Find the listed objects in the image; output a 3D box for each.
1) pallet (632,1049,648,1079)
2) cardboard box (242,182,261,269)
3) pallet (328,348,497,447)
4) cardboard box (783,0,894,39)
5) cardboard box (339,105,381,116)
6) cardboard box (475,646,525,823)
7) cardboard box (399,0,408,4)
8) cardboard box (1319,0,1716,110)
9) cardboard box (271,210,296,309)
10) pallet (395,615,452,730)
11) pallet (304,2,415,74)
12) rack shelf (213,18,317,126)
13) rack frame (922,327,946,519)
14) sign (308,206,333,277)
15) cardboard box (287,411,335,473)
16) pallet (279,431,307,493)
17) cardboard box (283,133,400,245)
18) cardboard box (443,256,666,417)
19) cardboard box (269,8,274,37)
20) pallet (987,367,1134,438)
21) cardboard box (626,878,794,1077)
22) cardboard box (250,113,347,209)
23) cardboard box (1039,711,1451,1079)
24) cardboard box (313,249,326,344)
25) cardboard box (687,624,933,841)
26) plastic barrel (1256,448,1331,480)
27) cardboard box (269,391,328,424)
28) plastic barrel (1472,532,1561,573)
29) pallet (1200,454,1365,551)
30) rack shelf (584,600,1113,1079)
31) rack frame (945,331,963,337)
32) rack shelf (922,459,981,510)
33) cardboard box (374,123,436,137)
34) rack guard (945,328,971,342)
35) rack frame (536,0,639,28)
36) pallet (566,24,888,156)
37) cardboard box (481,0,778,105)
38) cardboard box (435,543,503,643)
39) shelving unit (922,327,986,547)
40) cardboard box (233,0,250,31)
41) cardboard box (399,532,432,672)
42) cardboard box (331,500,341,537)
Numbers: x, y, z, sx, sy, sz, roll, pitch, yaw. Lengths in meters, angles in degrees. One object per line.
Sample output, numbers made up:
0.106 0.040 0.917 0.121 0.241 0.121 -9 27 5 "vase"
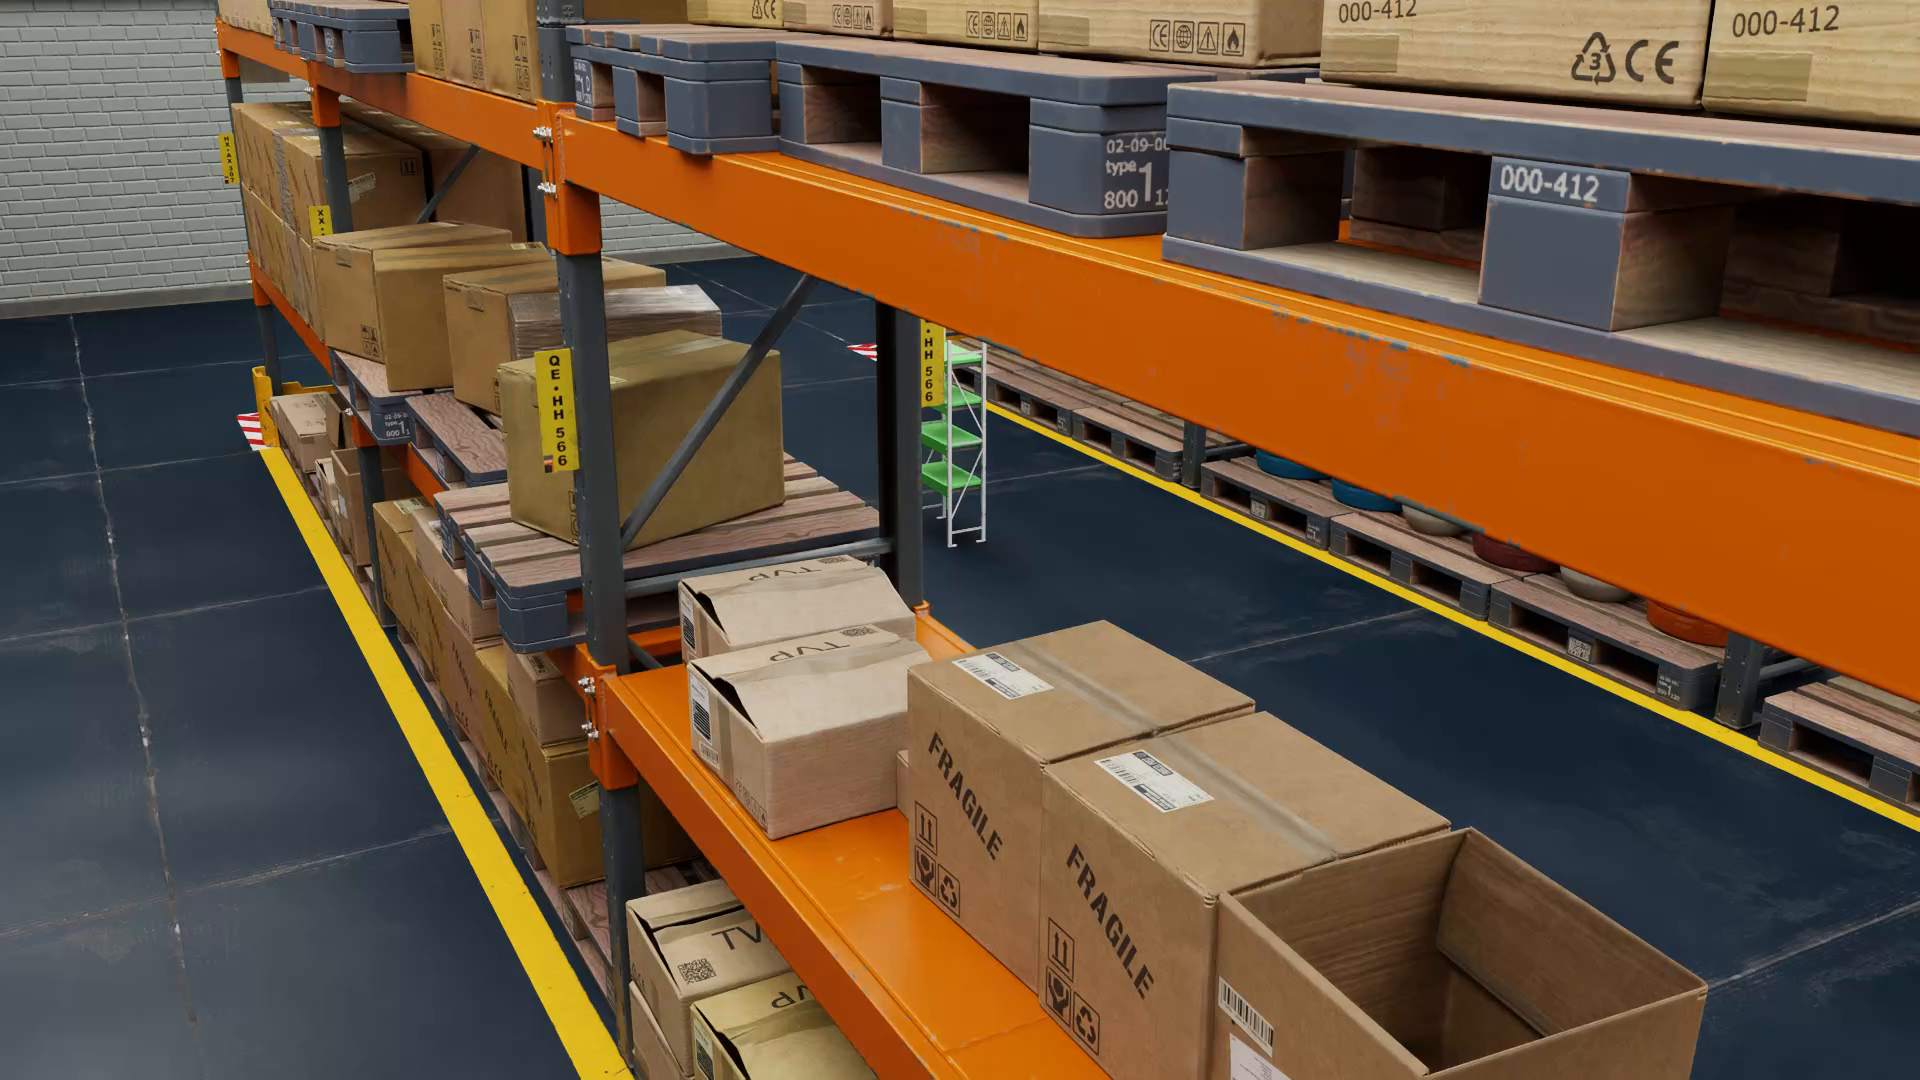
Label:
-0.222 1.647 4.535 1.003 0.211 1.213 -10 21 -27 "pallet"
-4.399 -2.089 10.934 0.500 0.500 0.500 -9 21 -26 "cardboard box"
-2.195 -0.725 7.428 1.003 0.211 1.213 -10 21 -27 "pallet"
-0.049 -1.190 3.469 0.500 0.250 0.500 -9 21 -25 "cardboard box"
-3.683 -2.500 10.592 0.500 0.500 0.500 -9 21 -25 "cardboard box"
-1.475 0.679 6.222 0.500 0.500 0.500 -11 22 -29 "cardboard box"
-1.668 -2.234 5.959 0.600 0.600 0.600 -11 22 -29 "cardboard box"
0.774 -0.646 1.894 0.500 0.250 0.500 -12 23 -32 "cardboard box"
-3.677 -1.654 9.672 0.500 0.500 0.500 -10 21 -26 "cardboard box"
-2.058 0.484 7.905 1.003 0.211 1.213 -10 21 -27 "pallet"
-1.735 -1.896 6.216 1.213 0.211 1.003 -10 21 -27 "pallet"
-3.428 -2.714 9.402 1.077 0.370 4.000 -10 21 -27 "rack shelf"
-0.194 -0.685 9.776 0.240 1.200 0.015 -10 21 -27 "rack frame"
-2.952 -1.385 7.719 0.100 0.325 0.005 -10 21 -27 "sign"
-3.894 -0.631 10.403 0.500 0.250 0.500 -10 21 -27 "cardboard box"
-3.962 -0.641 11.167 1.003 0.211 1.213 -10 21 -27 "pallet"
-3.192 -1.833 8.660 0.500 0.500 0.500 -10 22 -28 "cardboard box"
-1.585 -0.810 6.583 0.700 0.500 0.500 -17 25 -40 "cardboard box"
-3.171 -2.652 8.351 0.500 0.250 0.500 -10 21 -27 "cardboard box"
0.916 -1.066 12.396 1.003 0.211 1.213 -10 21 -27 "pallet"
-0.588 1.118 4.503 0.500 0.311 0.500 -9 21 -25 "cardboard box"
-3.911 -2.269 9.921 0.500 0.500 0.500 -10 21 -26 "cardboard box"
0.483 0.669 2.940 0.500 0.500 0.500 -10 21 -27 "cardboard box"
-2.941 -1.213 8.394 0.500 0.500 0.500 -10 21 -26 "cardboard box"
-0.324 0.415 3.966 0.500 0.311 0.500 -10 22 -27 "cardboard box"
2.126 -0.876 10.144 0.600 0.901 0.708 -10 21 -27 "plastic barrel"
-4.481 -0.897 11.328 0.380 0.149 0.250 -10 21 -27 "cardboard box"
2.999 -0.200 8.666 0.600 0.588 0.708 -10 21 -27 "plastic barrel"
2.213 -0.282 10.125 1.003 0.211 1.213 -10 21 -27 "pallet"
0.371 1.001 3.236 1.077 0.370 4.000 -10 21 -27 "rack shelf"
-0.016 -2.976 13.658 1.000 3.000 0.127 -10 21 -27 "rack frame"
-0.079 -0.327 9.673 0.258 0.148 0.480 -10 21 -27 "rack shelf"
-2.943 -2.056 9.306 0.500 0.500 0.500 -11 22 -28 "cardboard box"
-0.039 -1.800 14.080 1.175 0.500 0.348 -10 21 -27 "rack guard"
-0.578 -2.749 3.804 1.000 3.000 0.127 -10 21 -27 "rack frame"
-0.178 -1.061 3.799 1.213 0.211 1.003 -9 21 -24 "pallet"
-0.815 -1.499 4.625 0.910 0.500 0.500 -10 21 -27 "cardboard box"
-1.749 0.165 6.563 0.500 0.250 0.500 -10 22 -28 "cardboard box"
-0.079 -0.615 9.573 0.258 1.200 0.503 -10 21 -27 "shelving unit"
-3.892 -3.081 9.594 0.500 0.250 0.500 -10 21 -27 "cardboard box"
-2.200 0.240 7.495 0.500 0.500 0.500 -10 21 -26 "cardboard box"
-3.229 -0.140 9.135 0.380 0.149 0.250 -10 21 -27 "cardboard box"
